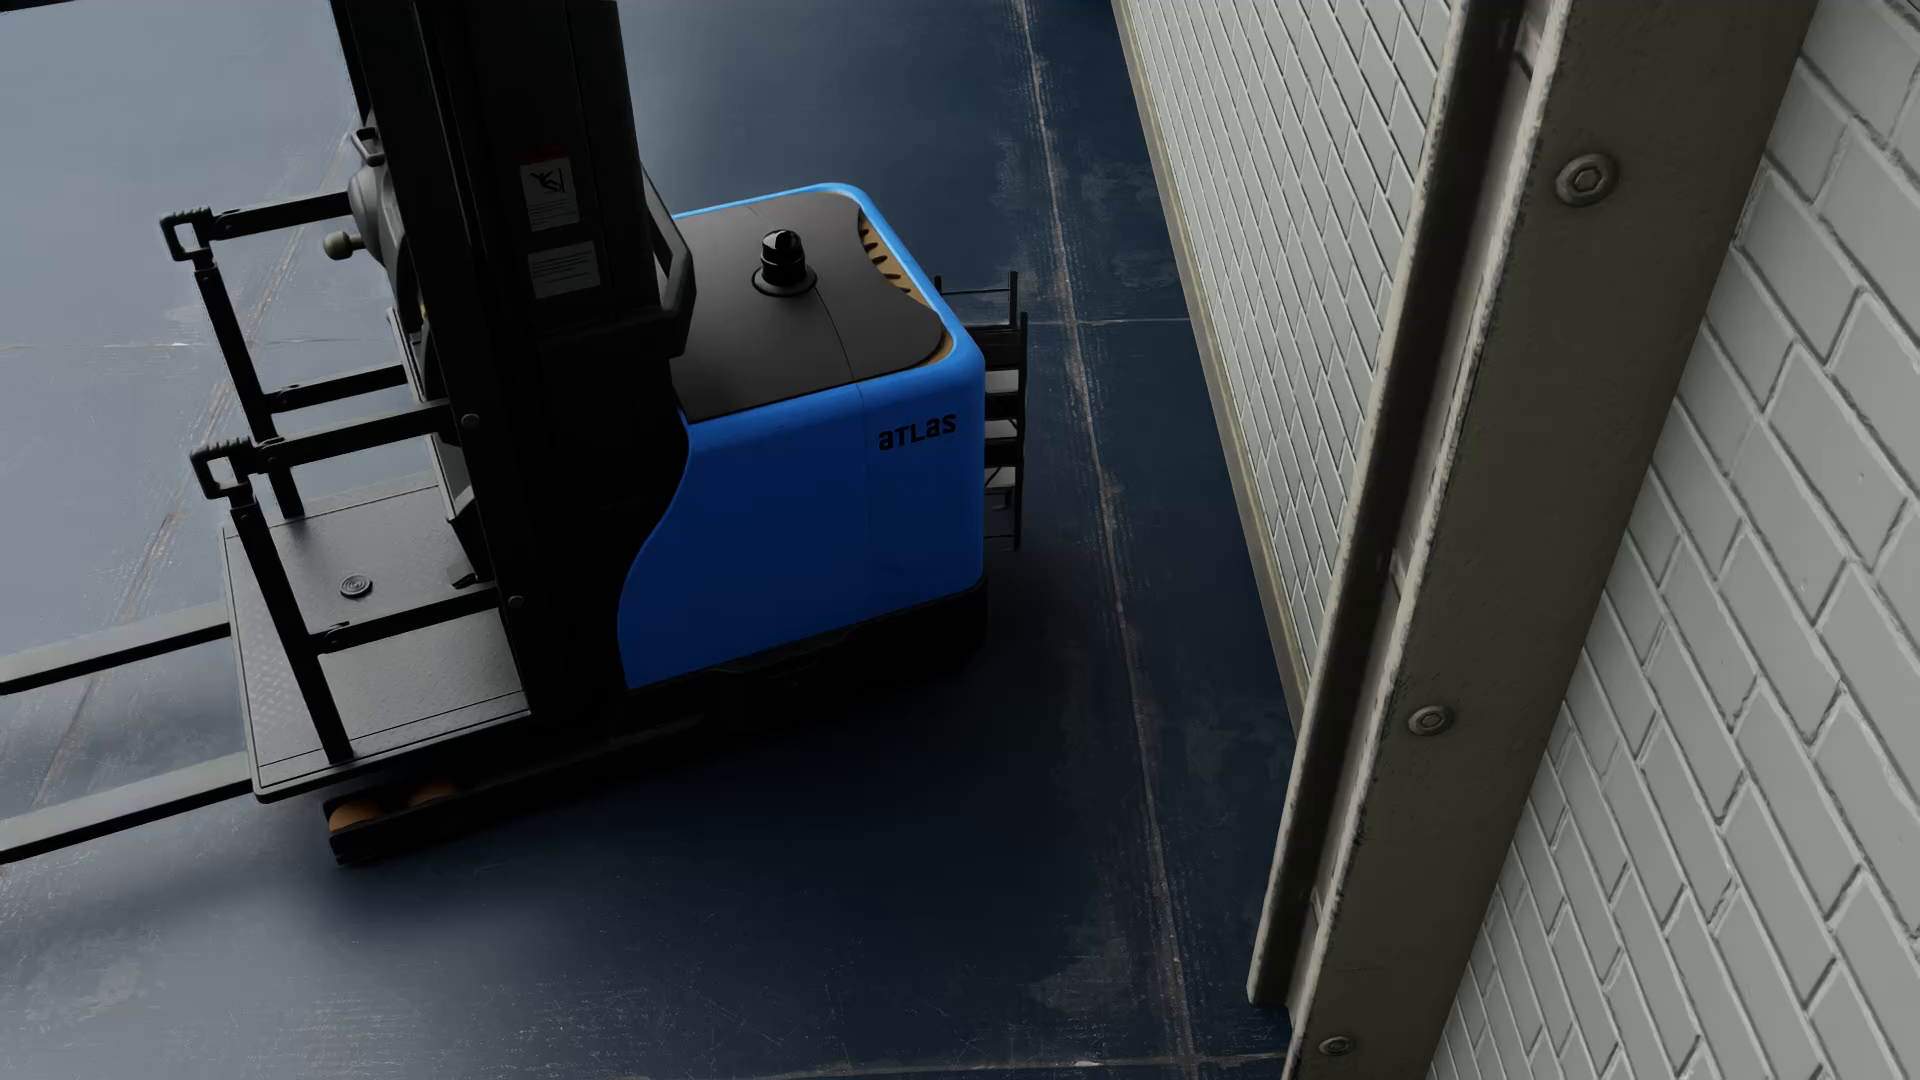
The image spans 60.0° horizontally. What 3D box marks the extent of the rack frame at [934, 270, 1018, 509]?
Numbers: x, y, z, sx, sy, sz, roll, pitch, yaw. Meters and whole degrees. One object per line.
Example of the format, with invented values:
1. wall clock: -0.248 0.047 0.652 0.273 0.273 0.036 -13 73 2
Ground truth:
1. rack frame: 0.046 -0.429 5.052 0.240 0.900 0.006 -4 43 -5

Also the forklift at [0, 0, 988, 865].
1. forklift: -1.487 -0.655 3.795 3.031 2.935 1.130 -16 45 -17

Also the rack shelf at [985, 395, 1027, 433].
1. rack shelf: 0.057 -0.402 4.939 0.258 0.077 0.200 -4 43 -5

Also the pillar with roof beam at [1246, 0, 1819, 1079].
1. pillar with roof beam: -3.439 -1.980 0.750 9.100 9.000 0.400 -2 43 -2

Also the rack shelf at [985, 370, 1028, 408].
1. rack shelf: 0.057 -0.469 4.878 0.258 0.077 0.200 -4 43 -5

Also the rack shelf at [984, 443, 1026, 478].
1. rack shelf: 0.057 -0.270 5.061 0.258 0.077 0.200 -4 43 -5

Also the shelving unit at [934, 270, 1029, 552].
1. shelving unit: 0.057 -0.361 4.978 0.258 0.900 0.210 -4 43 -5

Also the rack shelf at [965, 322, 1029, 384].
1. rack shelf: 0.057 -0.535 4.818 0.258 0.077 0.200 -4 43 -5

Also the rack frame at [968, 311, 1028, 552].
1. rack frame: 0.069 -0.292 4.903 0.240 0.900 0.006 -4 43 -5

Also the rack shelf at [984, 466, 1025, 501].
1. rack shelf: 0.057 -0.203 5.122 0.258 0.077 0.200 -4 43 -5

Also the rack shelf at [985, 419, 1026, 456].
1. rack shelf: 0.057 -0.336 5.000 0.258 0.077 0.200 -4 43 -5
